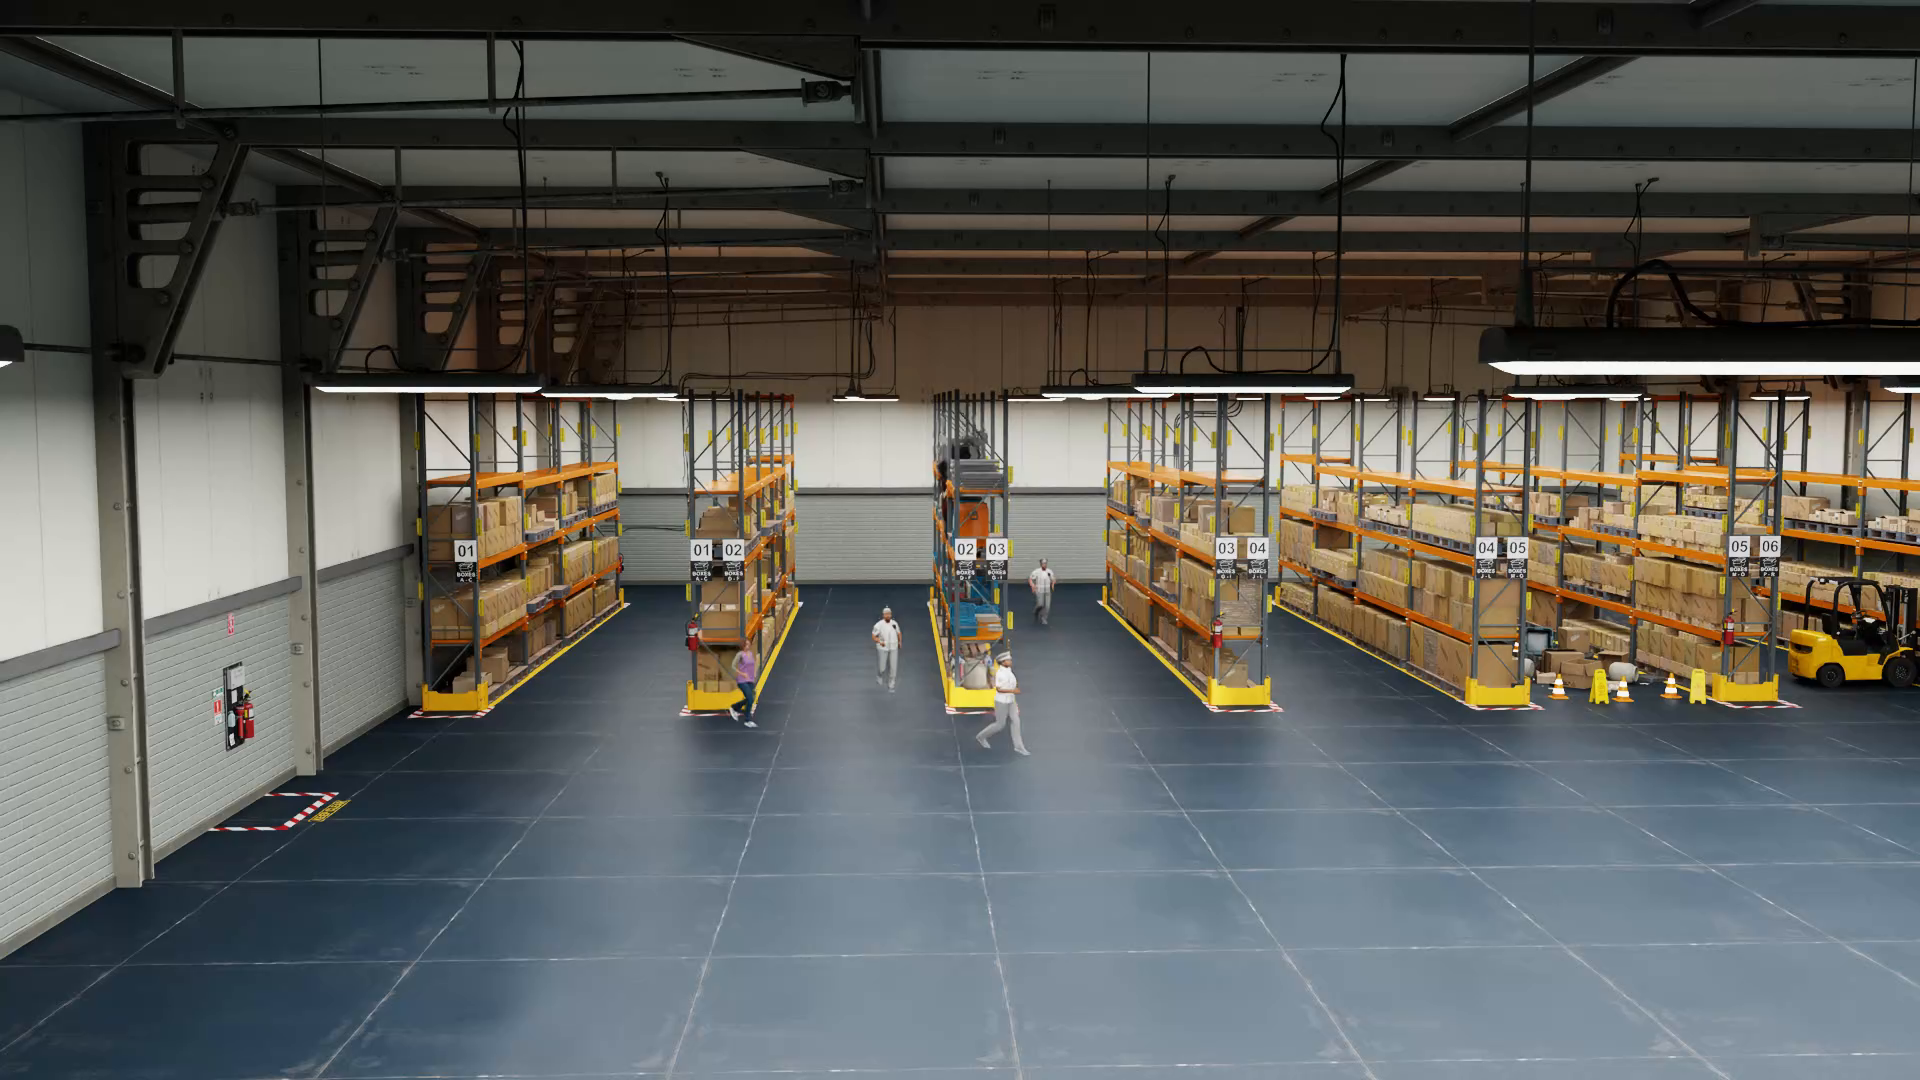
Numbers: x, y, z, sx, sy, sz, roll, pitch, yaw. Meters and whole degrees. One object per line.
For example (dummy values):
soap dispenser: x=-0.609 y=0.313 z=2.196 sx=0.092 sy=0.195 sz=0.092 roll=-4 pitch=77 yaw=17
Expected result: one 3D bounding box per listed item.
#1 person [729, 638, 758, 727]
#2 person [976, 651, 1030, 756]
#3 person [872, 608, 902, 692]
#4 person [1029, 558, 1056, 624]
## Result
person: x=-3.871 y=2.545 z=29.650 sx=0.606 sy=1.581 sz=0.586 roll=3 pitch=5 yaw=31
person: x=0.703 y=2.659 z=27.163 sx=0.924 sy=1.713 sz=0.554 roll=2 pitch=5 yaw=23
person: x=-1.412 y=2.140 z=32.486 sx=0.613 sy=1.607 sz=0.691 roll=-1 pitch=5 yaw=-15
person: x=2.182 y=1.337 z=43.163 sx=0.691 sy=1.738 sz=0.604 roll=-1 pitch=5 yaw=-13
